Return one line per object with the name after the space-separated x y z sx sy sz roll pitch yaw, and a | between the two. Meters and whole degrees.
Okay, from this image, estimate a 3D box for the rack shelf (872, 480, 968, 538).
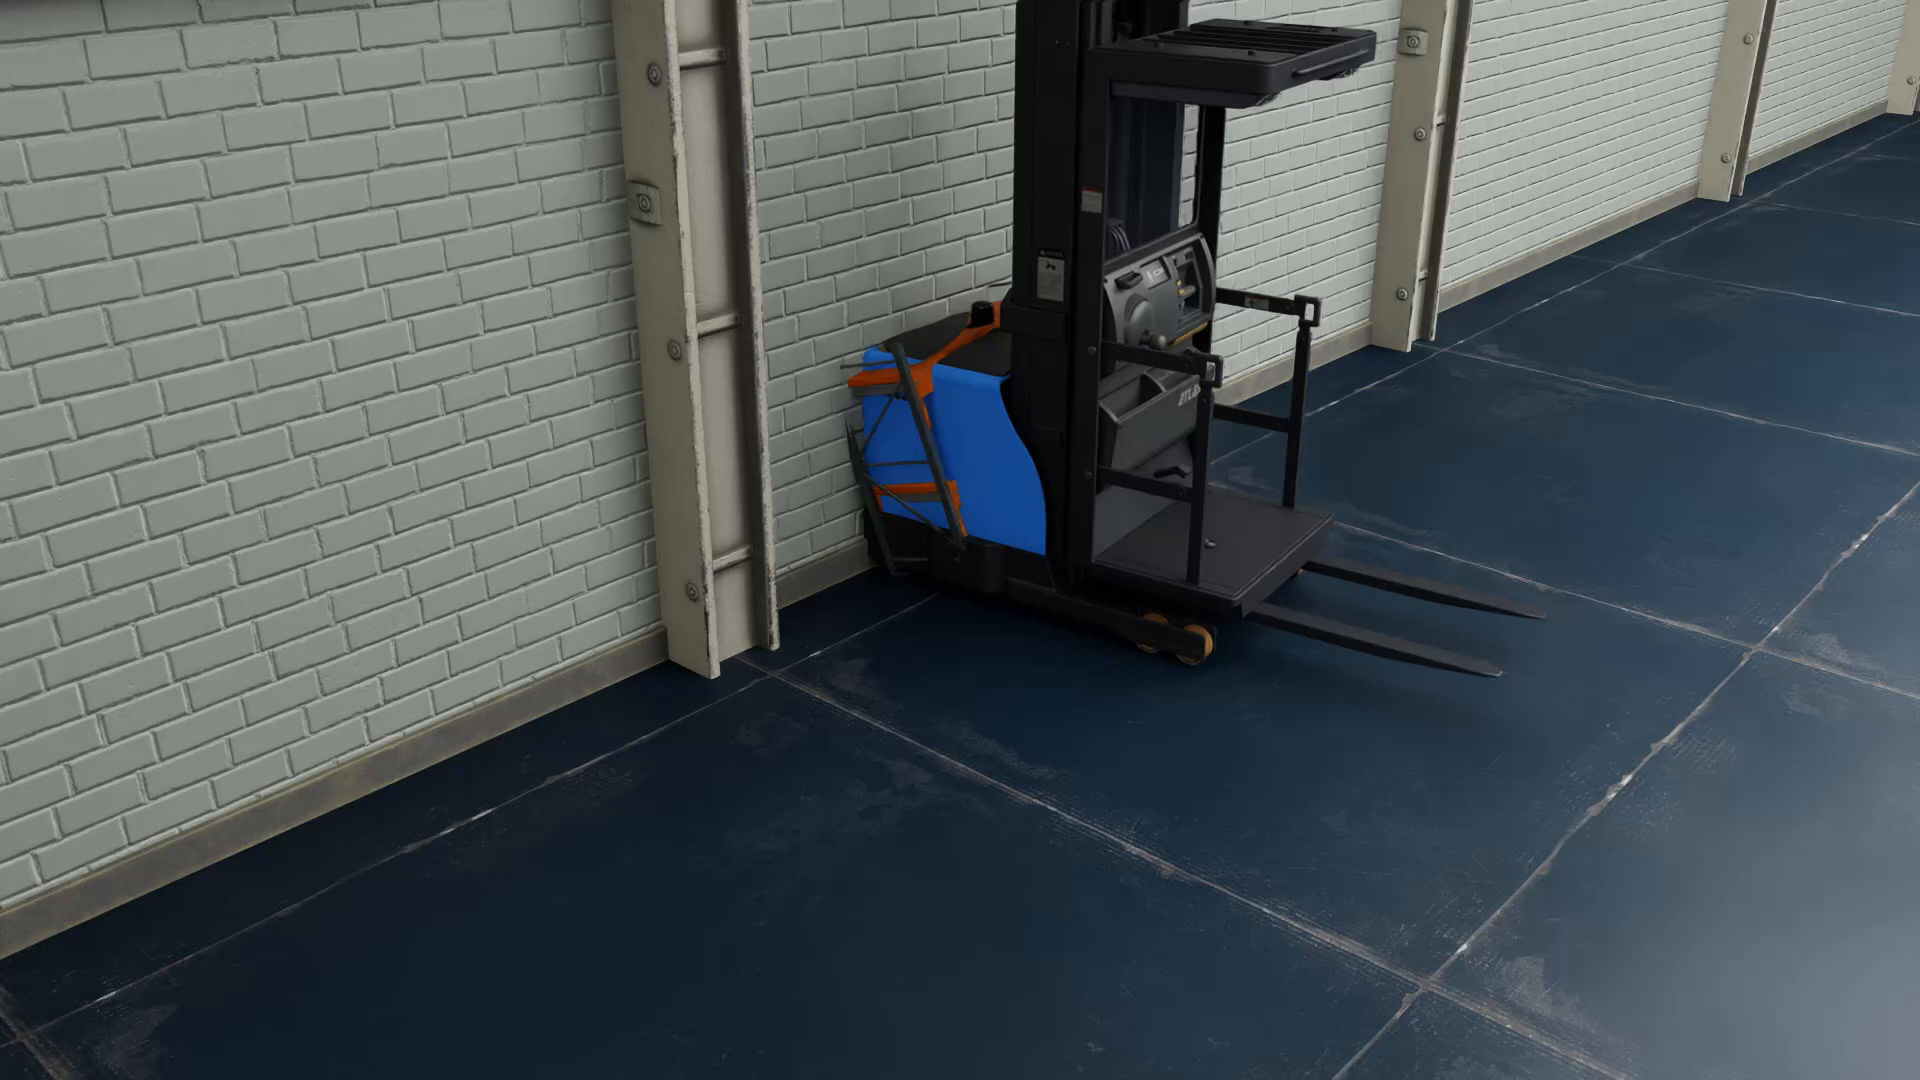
0.068 -0.353 7.968 0.538 0.278 1.000 -1 26 39 | rack shelf

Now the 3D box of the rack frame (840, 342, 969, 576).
-0.290 -0.344 7.532 0.500 1.125 0.032 -1 26 39 | rack frame

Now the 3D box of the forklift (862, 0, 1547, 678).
1.033 -1.056 7.022 3.031 2.935 1.130 15 28 30 | forklift

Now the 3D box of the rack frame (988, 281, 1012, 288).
0.284 -0.800 8.237 0.500 1.125 0.032 -1 26 39 | rack frame

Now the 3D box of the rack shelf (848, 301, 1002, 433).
-0.088 -0.833 7.785 0.538 0.278 1.000 -1 26 39 | rack shelf

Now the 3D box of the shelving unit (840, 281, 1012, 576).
-0.003 -0.572 7.884 0.538 1.125 1.048 -1 26 39 | shelving unit

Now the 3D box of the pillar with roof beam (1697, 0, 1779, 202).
10.190 -6.106 10.870 9.100 9.000 0.400 20 31 38 | pillar with roof beam

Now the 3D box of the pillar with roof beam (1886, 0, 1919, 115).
14.195 -7.934 14.947 9.100 9.000 0.400 20 31 38 | pillar with roof beam

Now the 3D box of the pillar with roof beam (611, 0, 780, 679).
2.182 -2.450 2.716 9.100 9.000 0.400 20 31 38 | pillar with roof beam

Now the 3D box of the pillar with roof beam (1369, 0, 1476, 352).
6.186 -4.278 6.793 9.100 9.000 0.400 20 31 38 | pillar with roof beam
